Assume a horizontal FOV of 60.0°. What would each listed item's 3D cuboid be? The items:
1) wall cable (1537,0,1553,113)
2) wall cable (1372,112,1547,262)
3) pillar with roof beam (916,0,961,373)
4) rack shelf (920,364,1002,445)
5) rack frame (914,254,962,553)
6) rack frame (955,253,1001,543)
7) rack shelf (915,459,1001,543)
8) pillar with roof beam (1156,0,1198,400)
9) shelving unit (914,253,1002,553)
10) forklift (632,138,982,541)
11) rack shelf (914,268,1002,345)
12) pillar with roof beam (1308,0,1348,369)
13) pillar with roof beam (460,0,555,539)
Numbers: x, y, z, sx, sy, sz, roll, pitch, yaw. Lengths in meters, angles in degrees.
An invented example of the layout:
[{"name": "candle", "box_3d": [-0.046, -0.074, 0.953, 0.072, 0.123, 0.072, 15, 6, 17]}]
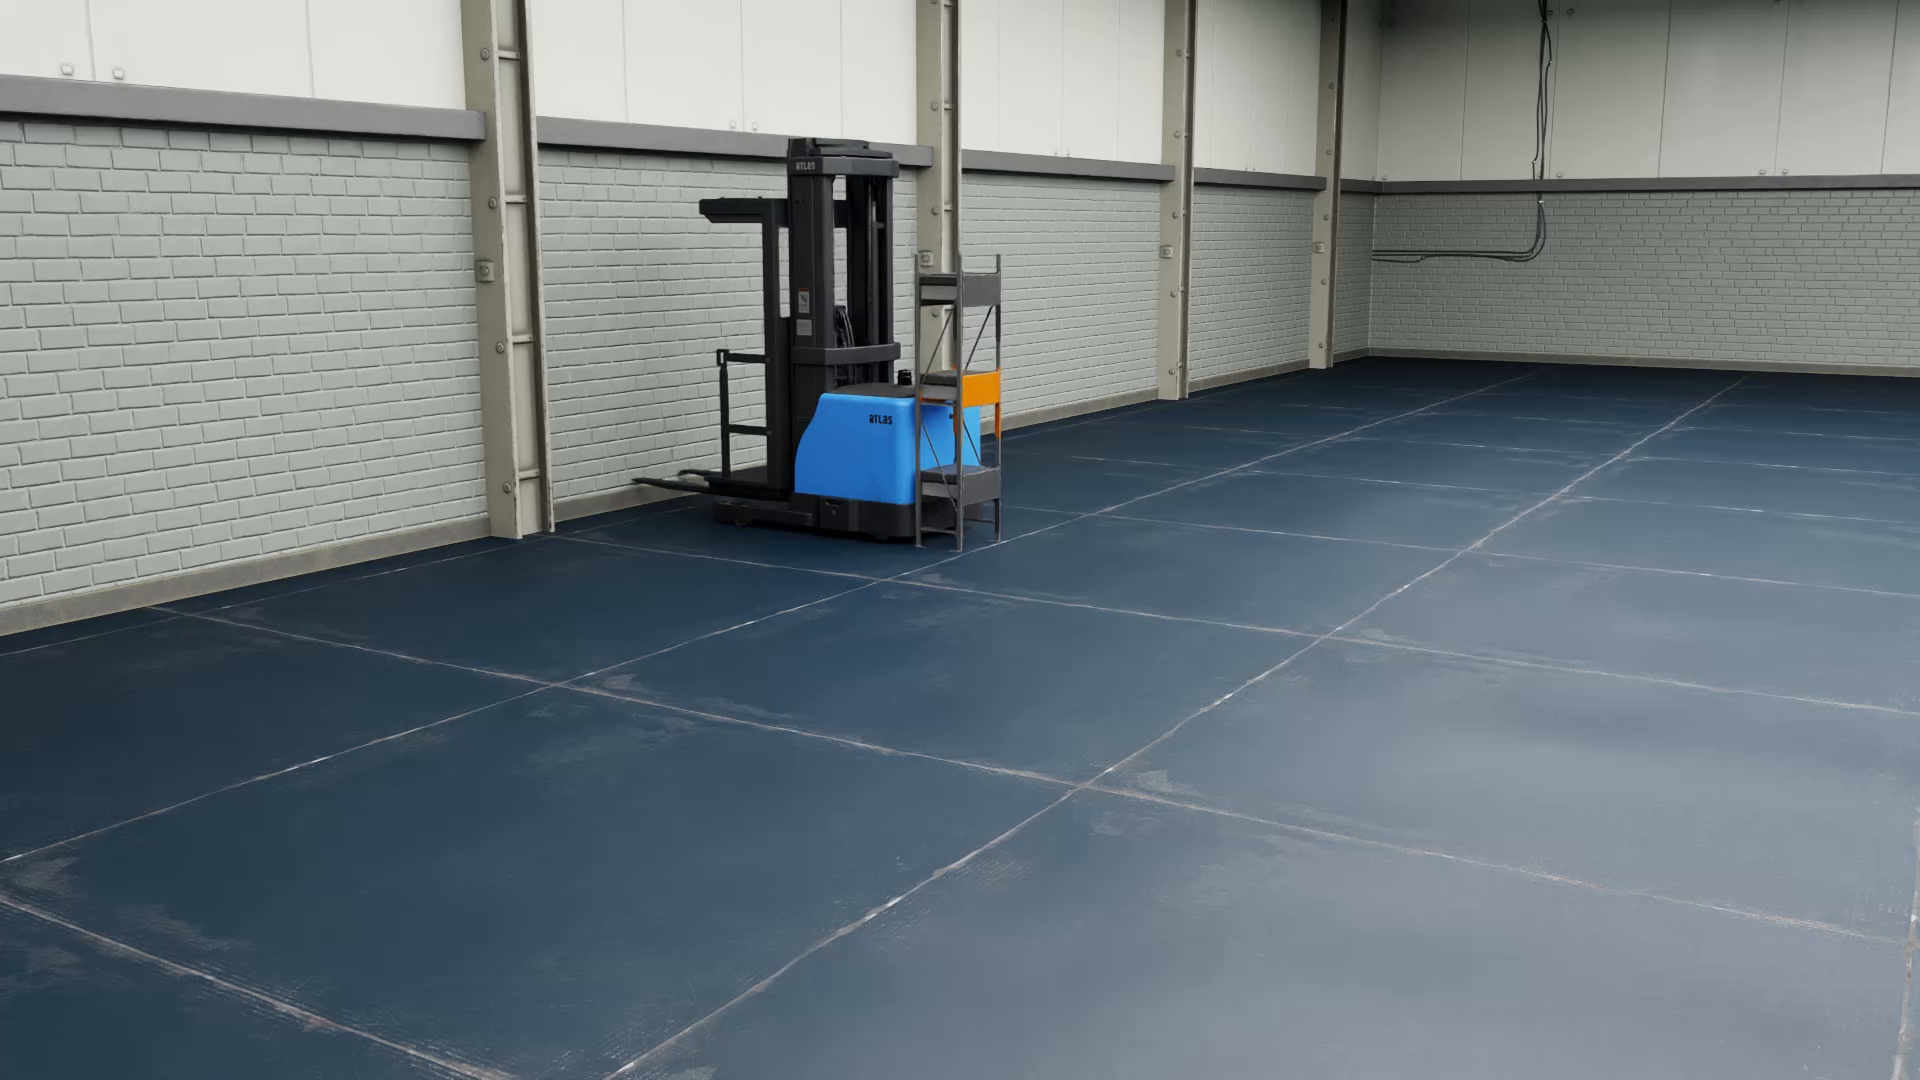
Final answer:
[{"name": "wall cable", "box_3d": [10.985, -8.341, 27.180, 3.097, 2.526, 0.112, 6, 12, 31]}, {"name": "wall cable", "box_3d": [8.673, -6.117, 29.025, 3.097, 2.526, 0.112, 6, 12, 31]}, {"name": "pillar with roof beam", "box_3d": [3.463, -5.008, 14.662, 9.100, 9.000, 0.400, 6, 12, 31]}, {"name": "rack shelf", "box_3d": [-0.013, -0.982, 11.980, 0.431, 0.518, 0.480, 7, 13, 34]}, {"name": "rack frame", "box_3d": [-0.153, -0.958, 11.781, 0.400, 2.100, 0.015, 7, 13, 34]}, {"name": "rack frame", "box_3d": [0.128, -1.032, 12.173, 0.400, 2.100, 0.015, 7, 13, 34]}, {"name": "rack shelf", "box_3d": [-0.013, -0.294, 12.109, 0.431, 0.518, 0.480, 7, 13, 34]}, {"name": "pillar with roof beam", "box_3d": [6.578, -5.951, 19.702, 9.100, 9.000, 0.400, 6, 12, 31]}, {"name": "shelving unit", "box_3d": [-0.013, -0.995, 11.977, 0.431, 2.100, 0.503, 7, 13, 34]}, {"name": "forklift", "box_3d": [-1.329, -1.622, 13.070, 3.031, 2.935, 1.130, 7, 13, 34]}, {"name": "rack shelf", "box_3d": [-0.013, -1.670, 11.851, 0.431, 0.518, 0.480, 7, 13, 34]}, {"name": "pillar with roof beam", "box_3d": [9.693, -6.895, 24.743, 9.100, 9.000, 0.400, 6, 12, 31]}, {"name": "pillar with roof beam", "box_3d": [0.348, -4.064, 9.622, 9.100, 9.000, 0.400, 6, 12, 31]}]
